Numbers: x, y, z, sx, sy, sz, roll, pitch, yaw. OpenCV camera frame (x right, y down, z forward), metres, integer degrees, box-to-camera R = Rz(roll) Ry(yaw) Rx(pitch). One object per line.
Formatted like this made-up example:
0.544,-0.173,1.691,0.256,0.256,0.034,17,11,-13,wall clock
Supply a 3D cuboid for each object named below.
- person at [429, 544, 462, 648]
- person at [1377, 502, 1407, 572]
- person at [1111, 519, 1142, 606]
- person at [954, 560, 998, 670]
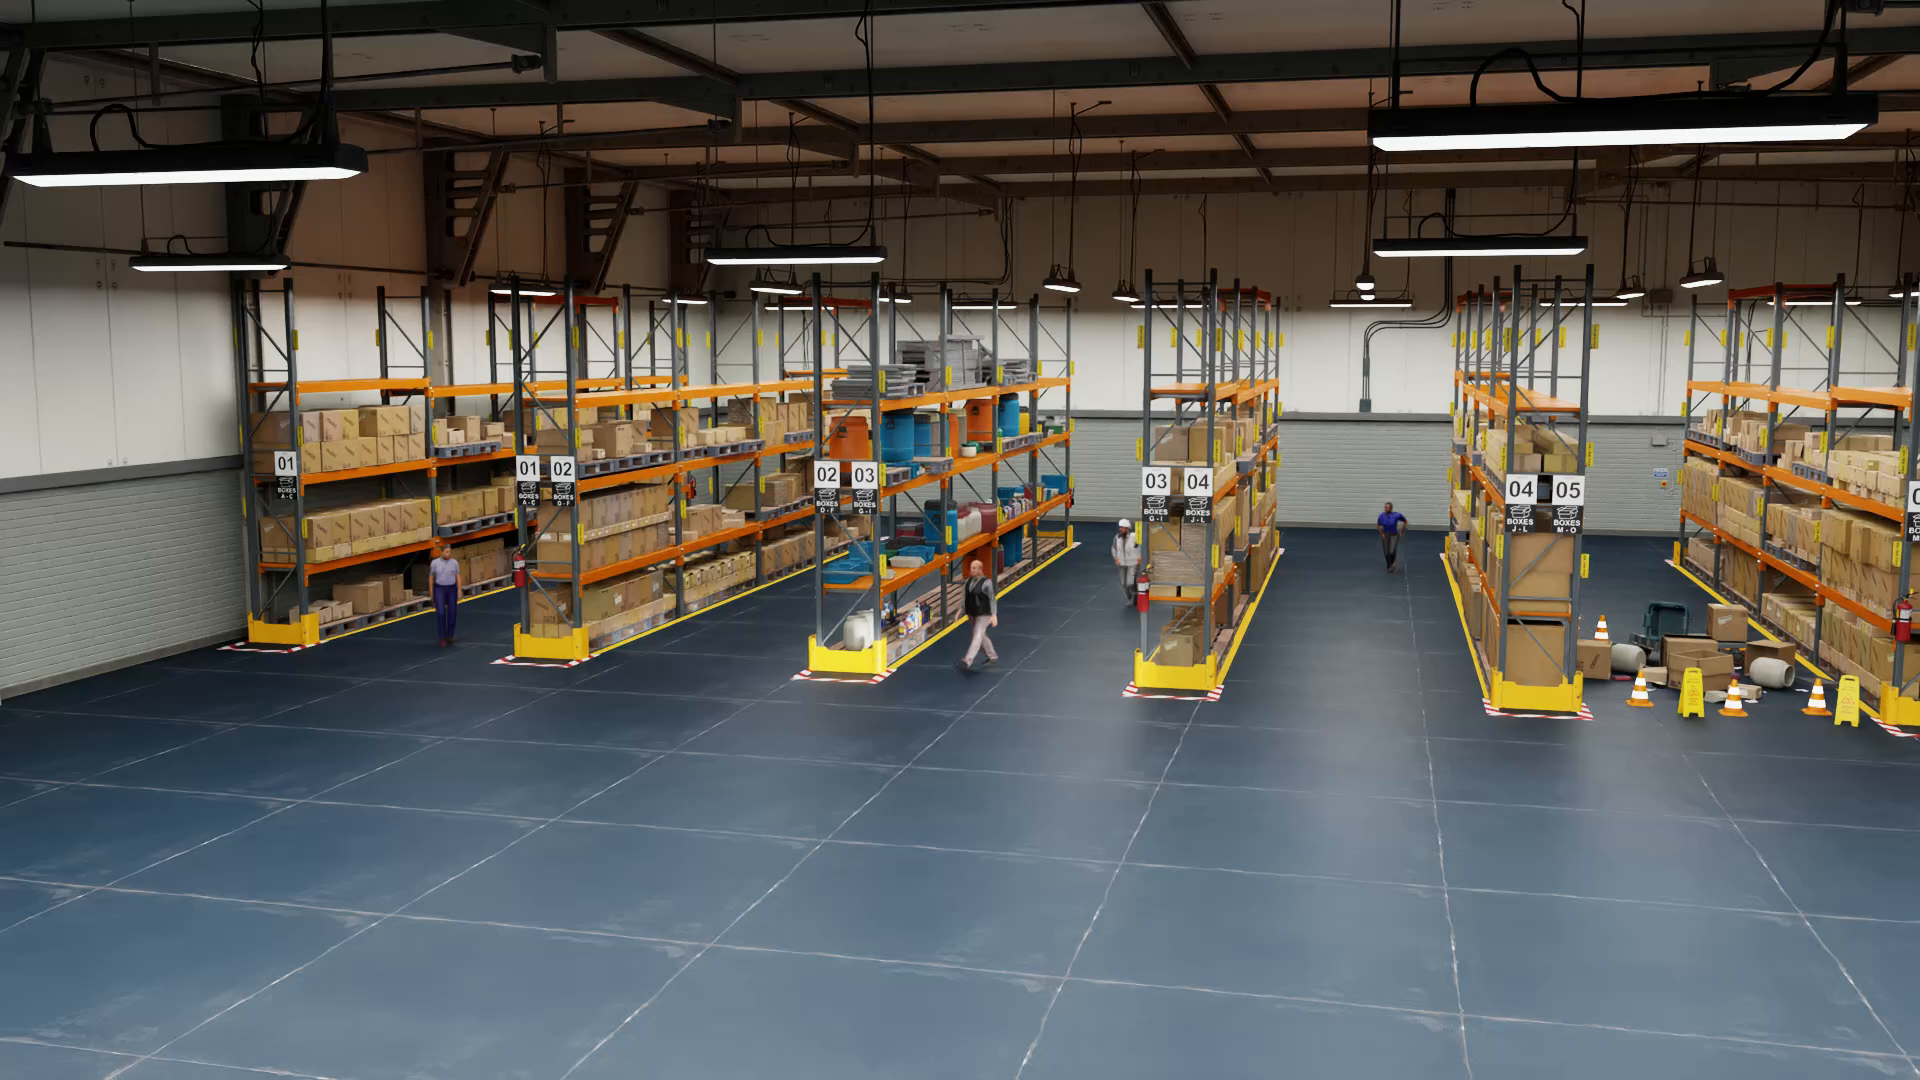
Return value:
-8.474,0.916,27.510,0.503,1.685,0.627,-4,8,-32,person
9.298,-0.058,35.798,0.623,1.565,0.725,3,7,23,person
3.203,0.423,31.293,0.706,1.678,0.727,3,7,23,person
0.202,1.138,25.216,1.079,1.661,0.562,-6,9,-40,person
